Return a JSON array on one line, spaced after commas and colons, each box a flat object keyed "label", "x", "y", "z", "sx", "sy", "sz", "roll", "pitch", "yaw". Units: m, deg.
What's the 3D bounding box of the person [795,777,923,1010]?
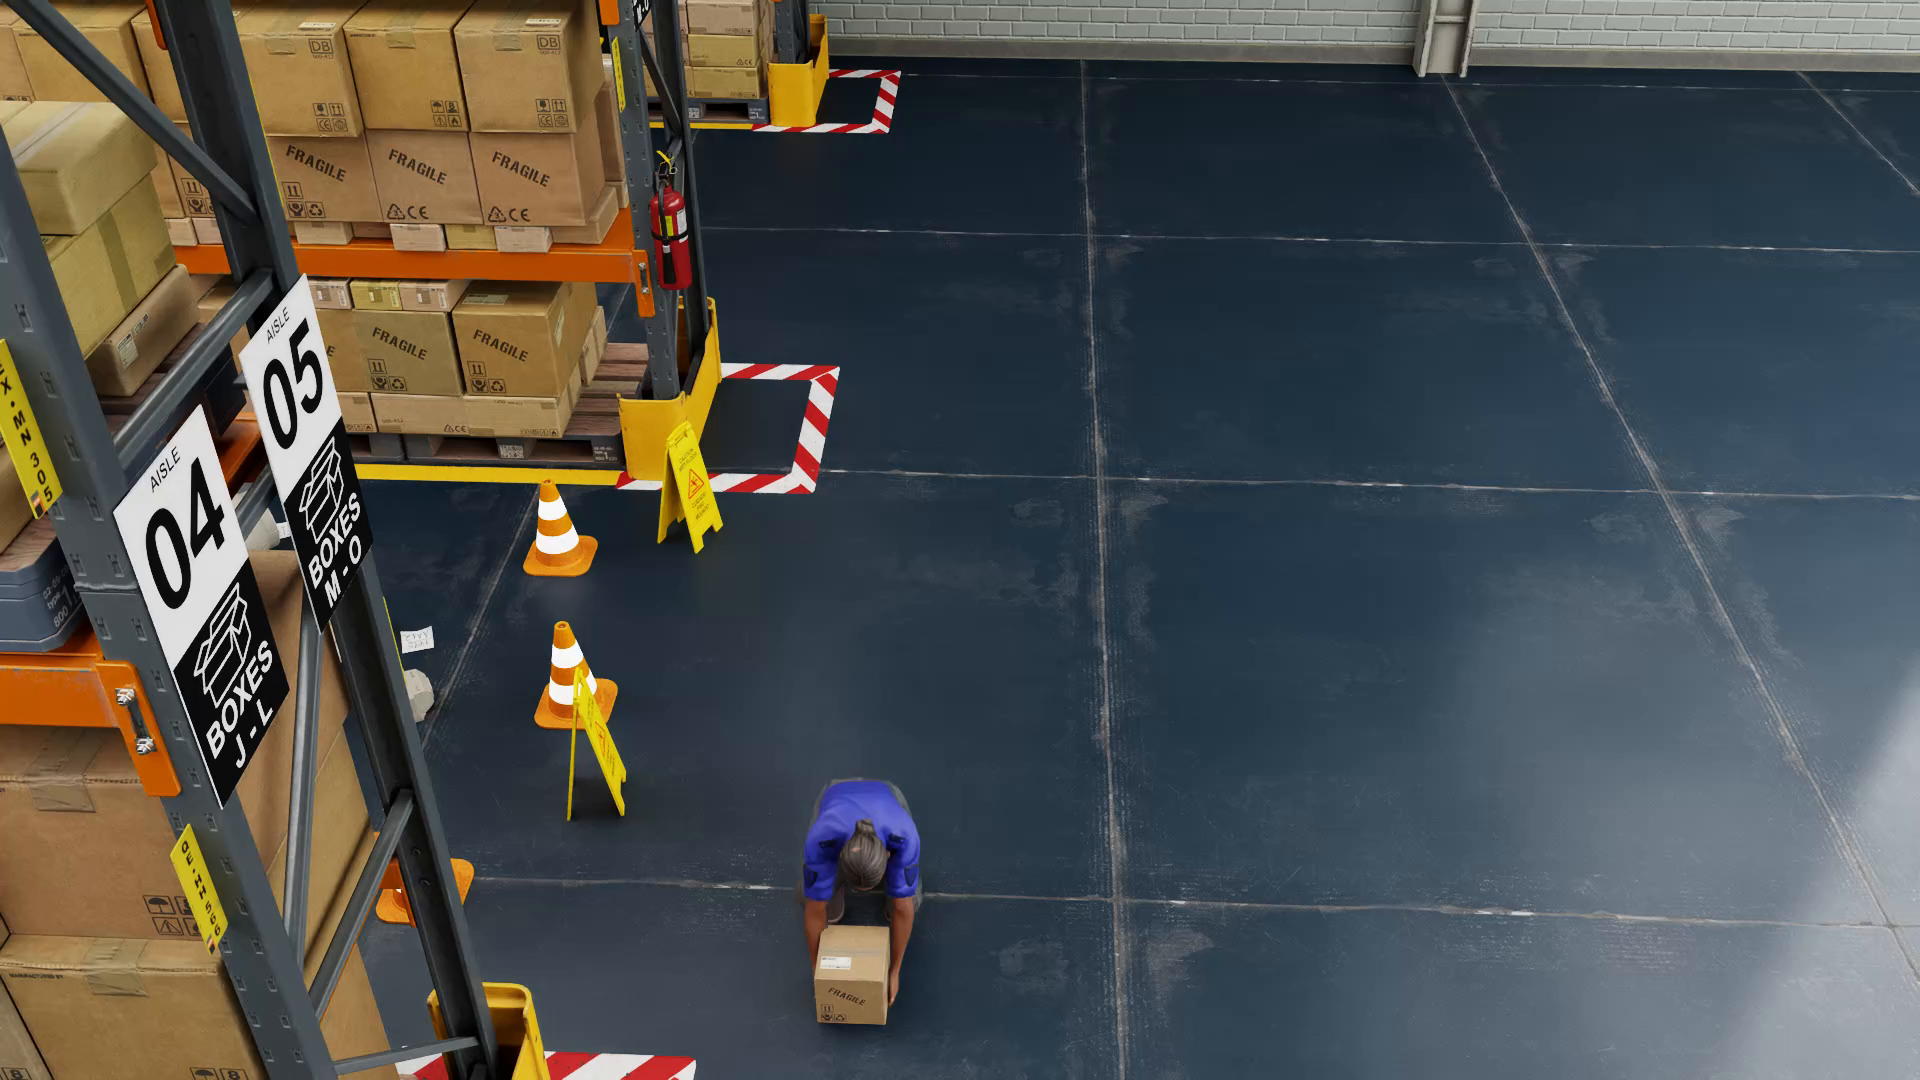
[{"label": "person", "x": -0.375, "y": 1.197, "z": 6.230, "sx": 0.480, "sy": 0.813, "sz": 0.810, "roll": 1, "pitch": 36, "yaw": 2}]
